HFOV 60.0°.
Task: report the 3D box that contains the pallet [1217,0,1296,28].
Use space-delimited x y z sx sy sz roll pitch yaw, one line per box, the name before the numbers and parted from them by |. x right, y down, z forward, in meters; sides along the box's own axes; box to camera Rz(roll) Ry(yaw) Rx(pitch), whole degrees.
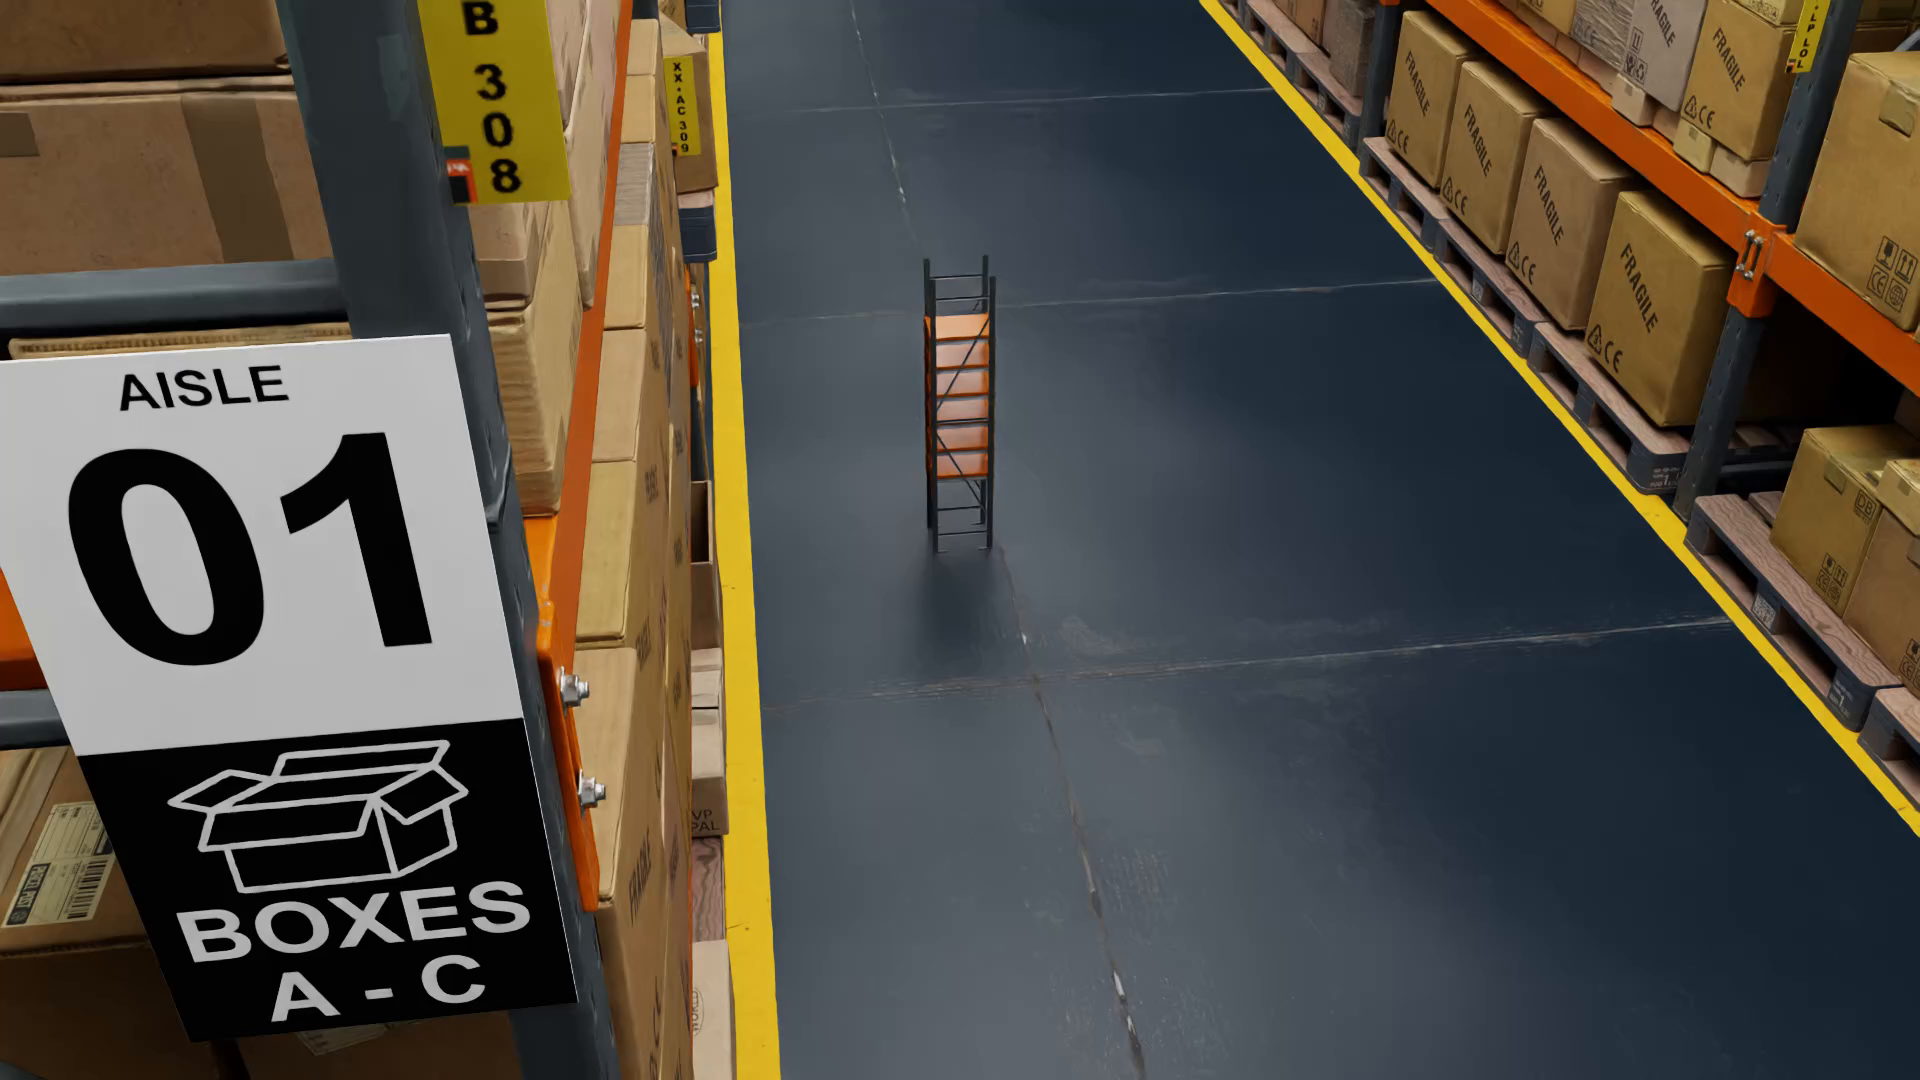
pallet | 2.501 -4.251 12.800 1.003 0.211 1.213 -4 35 -6

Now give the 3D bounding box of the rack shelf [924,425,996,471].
rack shelf | -0.002 -0.368 6.517 0.258 0.103 0.180 -4 35 -6

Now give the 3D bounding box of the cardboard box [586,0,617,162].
cardboard box | -0.840 -0.806 2.739 0.500 0.250 0.500 -4 35 -6

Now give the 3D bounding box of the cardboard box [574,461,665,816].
cardboard box | -0.776 0.223 2.782 0.500 0.500 0.500 -4 34 -6

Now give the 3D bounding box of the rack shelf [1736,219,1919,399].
rack shelf | 3.740 0.040 4.666 1.077 0.370 4.000 -4 35 -6

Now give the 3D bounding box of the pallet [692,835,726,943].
pallet | -1.179 1.222 4.769 1.003 0.211 1.213 -4 35 -6

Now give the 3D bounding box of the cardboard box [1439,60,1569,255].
cardboard box | 3.013 -1.981 8.529 0.750 0.750 0.750 -5 35 -7

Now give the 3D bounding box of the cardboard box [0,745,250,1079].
cardboard box | -1.232 0.554 2.296 0.500 0.500 0.500 -5 35 -7

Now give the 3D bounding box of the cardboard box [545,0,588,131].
cardboard box | -0.771 -0.734 2.189 0.500 0.250 0.500 -4 35 -6

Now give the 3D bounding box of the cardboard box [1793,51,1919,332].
cardboard box | 3.528 -1.193 5.571 0.980 0.700 0.700 -4 34 -6

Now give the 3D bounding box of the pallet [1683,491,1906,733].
pallet | 3.496 0.209 6.255 1.003 0.211 1.213 -4 35 -6

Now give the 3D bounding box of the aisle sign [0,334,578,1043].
aisle sign | -0.599 0.178 1.517 0.394 0.787 0.004 -4 35 -6

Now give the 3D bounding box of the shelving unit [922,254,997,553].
shelving unit | -0.002 -0.504 6.424 0.258 1.200 0.189 -4 35 -6

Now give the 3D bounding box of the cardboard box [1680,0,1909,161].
cardboard box | 3.159 -1.784 6.334 0.500 0.500 0.500 -5 35 -7

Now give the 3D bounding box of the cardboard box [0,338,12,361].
cardboard box | -1.230 -0.208 1.861 0.500 0.250 0.500 -4 35 -6

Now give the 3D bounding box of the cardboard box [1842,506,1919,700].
cardboard box | 3.534 0.192 5.651 0.700 0.500 0.500 -5 35 -7

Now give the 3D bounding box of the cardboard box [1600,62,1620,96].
cardboard box | 3.036 -2.016 7.250 0.380 0.149 0.250 -4 35 -6

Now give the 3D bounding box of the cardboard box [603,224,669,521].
cardboard box | -0.907 -0.340 3.608 0.500 0.500 0.500 -5 35 -7

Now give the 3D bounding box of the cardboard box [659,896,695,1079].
cardboard box | -0.698 0.927 2.637 0.500 0.500 0.500 -4 34 -5

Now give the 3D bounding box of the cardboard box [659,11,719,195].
cardboard box | -1.279 -1.492 5.814 0.700 0.500 0.500 -16 37 -22

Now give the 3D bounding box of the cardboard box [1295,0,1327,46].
cardboard box | 2.735 -3.723 11.379 0.700 0.500 0.500 -5 35 -7

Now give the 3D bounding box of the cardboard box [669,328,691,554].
cardboard box | -0.974 -0.204 4.296 0.500 0.500 0.500 -4 34 -5

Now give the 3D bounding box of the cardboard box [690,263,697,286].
cardboard box | -1.395 -1.301 7.159 0.500 0.250 0.500 -4 35 -6

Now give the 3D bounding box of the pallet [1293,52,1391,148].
pallet | 2.829 -2.889 10.802 1.003 0.211 1.213 -4 35 -6

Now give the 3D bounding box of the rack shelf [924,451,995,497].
rack shelf | -0.002 -0.269 6.584 0.258 0.103 0.180 -4 35 -6

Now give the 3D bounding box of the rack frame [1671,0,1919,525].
rack frame | 3.471 -1.373 6.101 1.000 3.000 0.127 -4 35 -6

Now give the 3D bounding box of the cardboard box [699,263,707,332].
cardboard box | -1.471 -1.291 7.811 0.500 0.500 0.500 -6 35 -8

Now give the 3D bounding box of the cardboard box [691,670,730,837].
cardboard box | -0.979 0.648 5.132 0.500 0.311 0.500 -4 35 -6

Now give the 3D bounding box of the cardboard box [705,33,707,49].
cardboard box | -1.968 -3.436 11.197 0.500 0.250 0.500 -4 34 -5

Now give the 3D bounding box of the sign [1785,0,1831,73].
sign | 2.934 -1.772 5.729 0.100 0.325 0.005 -4 35 -6

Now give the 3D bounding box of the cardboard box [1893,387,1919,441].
cardboard box | 3.647 -0.453 6.021 0.380 0.149 0.250 -5 35 -7

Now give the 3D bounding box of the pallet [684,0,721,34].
pallet | -1.815 -2.776 8.330 1.213 0.211 1.003 -4 35 -6

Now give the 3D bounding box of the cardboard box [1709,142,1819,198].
cardboard box | 3.145 -1.445 6.412 0.380 0.149 0.250 -4 34 -6

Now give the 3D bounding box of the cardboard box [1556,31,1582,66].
cardboard box | 2.993 -2.306 7.676 0.380 0.149 0.250 -3 34 -5

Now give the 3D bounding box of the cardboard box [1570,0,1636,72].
cardboard box | 3.021 -2.349 7.163 0.500 0.500 0.500 -4 35 -6

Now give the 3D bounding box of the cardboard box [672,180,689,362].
cardboard box | -1.116 -0.778 5.139 0.500 0.500 0.500 -4 34 -6

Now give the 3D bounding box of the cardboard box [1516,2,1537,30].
cardboard box | 2.948 -2.593 8.096 0.380 0.149 0.250 -4 34 -6

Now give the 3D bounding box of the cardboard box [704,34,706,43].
cardboard box | -1.900 -3.389 10.630 0.500 0.311 0.500 -5 35 -8

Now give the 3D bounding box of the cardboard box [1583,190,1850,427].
cardboard box | 3.255 -1.011 7.106 0.750 0.750 0.750 -4 34 -6

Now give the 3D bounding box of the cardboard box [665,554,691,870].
cardboard box | -0.837 0.360 3.470 0.500 0.500 0.500 -4 35 -7

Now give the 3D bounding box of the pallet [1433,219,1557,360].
pallet | 3.125 -1.328 8.511 1.003 0.211 1.213 -4 35 -6

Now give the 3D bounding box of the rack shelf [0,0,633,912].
rack shelf | -1.168 -0.822 3.268 1.077 0.370 4.000 -4 35 -6

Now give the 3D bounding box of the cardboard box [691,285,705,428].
cardboard box | -1.344 -0.730 6.986 0.500 0.500 0.500 -4 34 -6

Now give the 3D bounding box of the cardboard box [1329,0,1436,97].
cardboard box | 2.784 -3.152 10.540 0.700 0.500 0.500 -4 34 -6

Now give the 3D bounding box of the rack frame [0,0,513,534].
rack frame | -0.899 -1.243 0.583 1.000 3.000 0.127 -4 35 -6

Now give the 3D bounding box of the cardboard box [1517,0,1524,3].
cardboard box | 2.871 -2.917 7.997 0.500 0.500 0.500 -5 35 -7

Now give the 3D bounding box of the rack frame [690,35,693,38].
rack frame | -1.975 -3.228 8.823 1.000 3.000 0.127 -4 35 -6

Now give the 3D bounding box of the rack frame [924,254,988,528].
rack frame | -0.014 -0.555 6.499 0.240 1.200 0.006 -4 35 -6

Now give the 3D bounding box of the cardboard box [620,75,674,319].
cardboard box | -1.041 -0.902 4.433 0.500 0.500 0.500 -5 35 -7

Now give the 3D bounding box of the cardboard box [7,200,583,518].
cardboard box | -0.717 -0.247 1.919 0.500 0.250 0.500 -4 35 -6

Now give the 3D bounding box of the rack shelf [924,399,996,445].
rack shelf | -0.002 -0.467 6.449 0.258 0.103 0.180 -4 35 -6

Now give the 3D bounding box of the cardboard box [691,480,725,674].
cardboard box | -1.080 0.152 5.693 0.500 0.500 0.500 -4 35 -6

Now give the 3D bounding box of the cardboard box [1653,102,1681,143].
cardboard box | 3.097 -1.732 6.833 0.380 0.149 0.250 -3 34 -5
